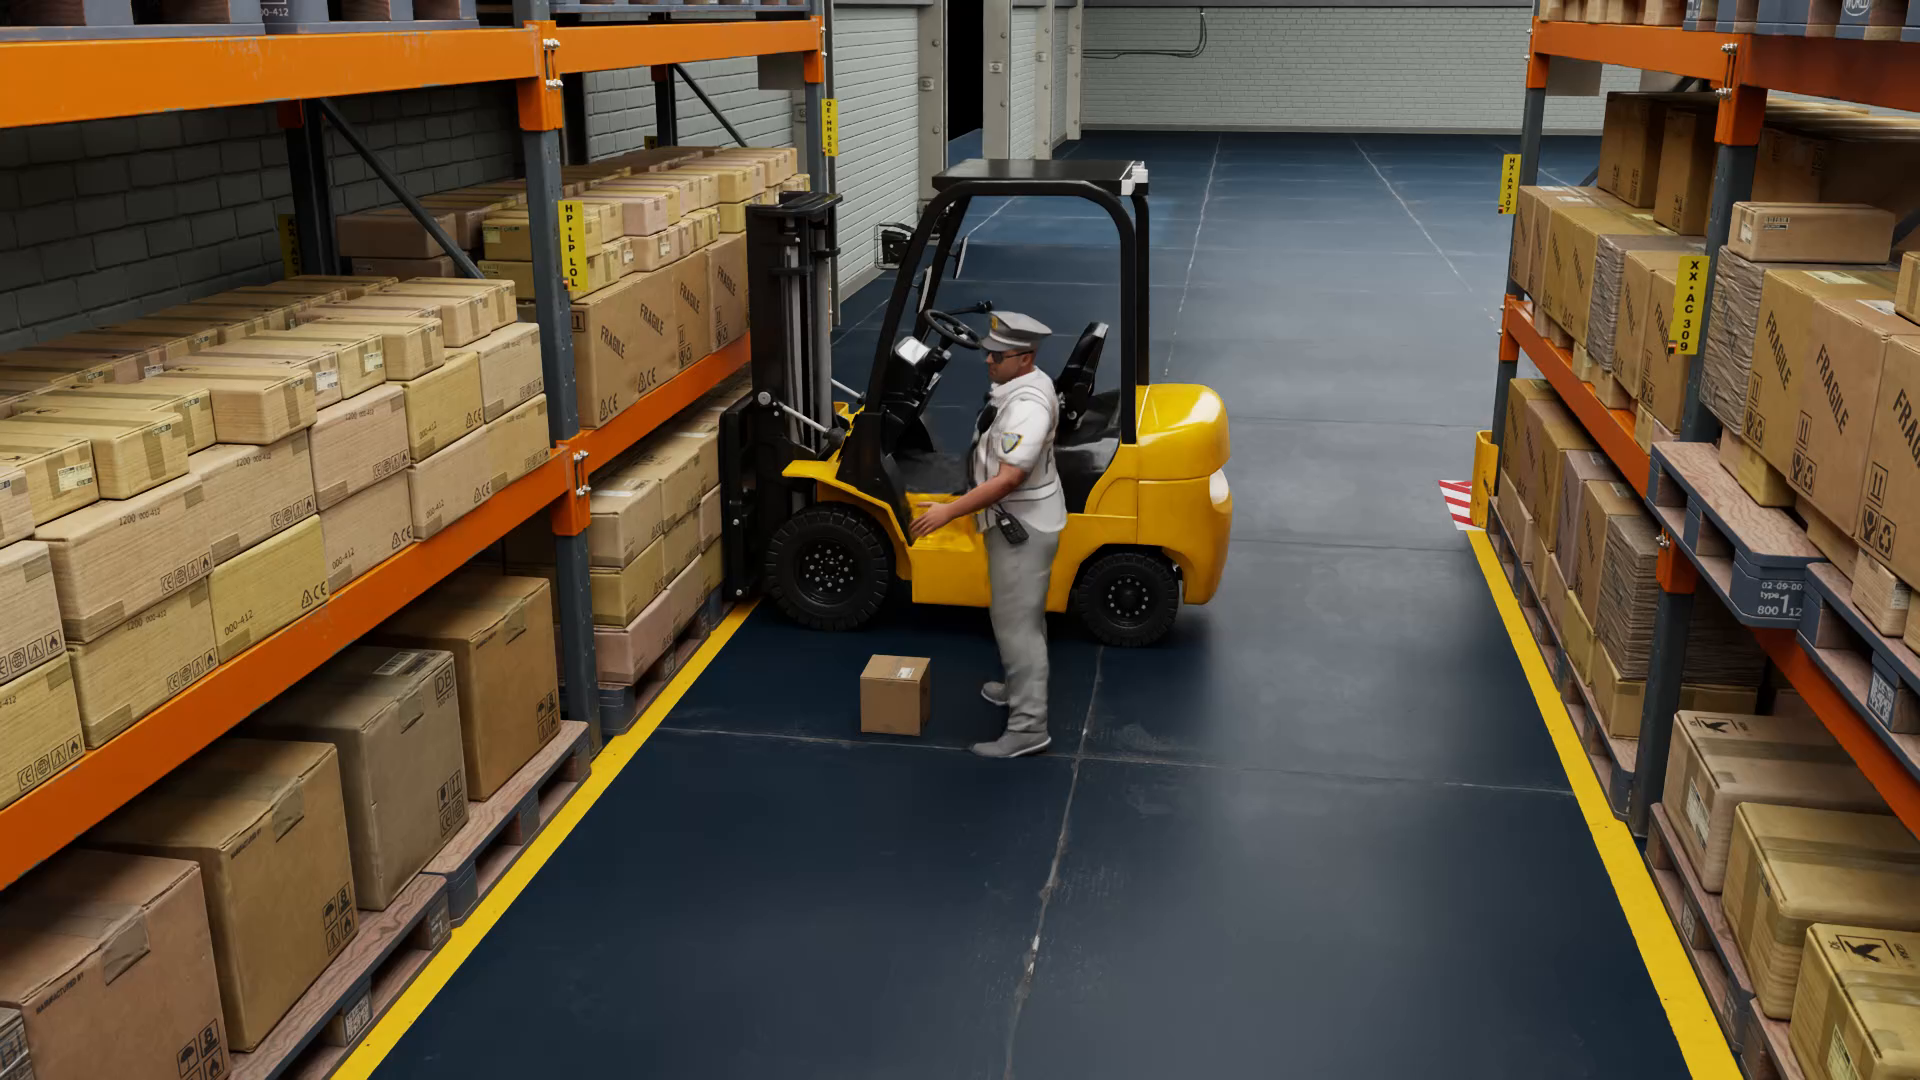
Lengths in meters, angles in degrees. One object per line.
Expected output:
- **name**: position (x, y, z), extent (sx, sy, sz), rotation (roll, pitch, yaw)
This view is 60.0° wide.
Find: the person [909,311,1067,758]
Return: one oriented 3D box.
- **person**: position (0.124, -0.040, 6.691), extent (0.599, 1.799, 0.739), rotation (2, 18, 5)
